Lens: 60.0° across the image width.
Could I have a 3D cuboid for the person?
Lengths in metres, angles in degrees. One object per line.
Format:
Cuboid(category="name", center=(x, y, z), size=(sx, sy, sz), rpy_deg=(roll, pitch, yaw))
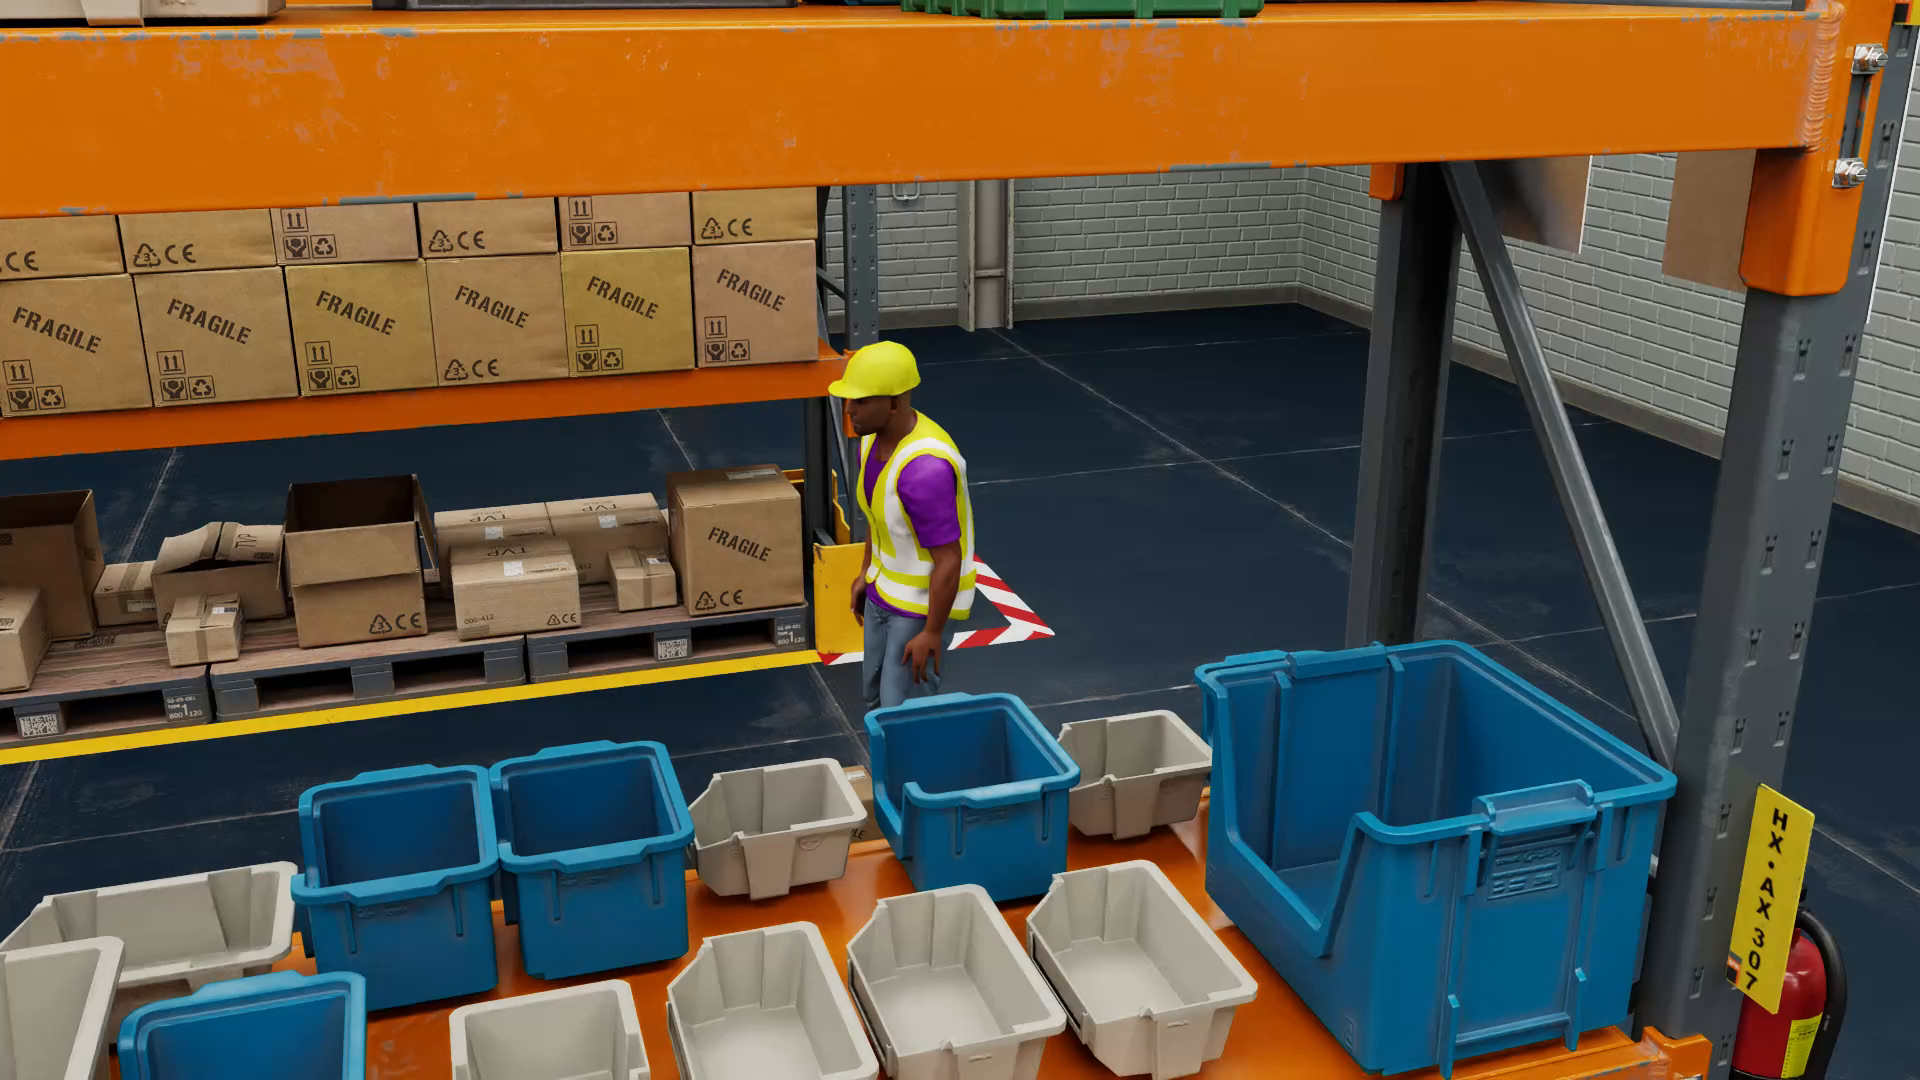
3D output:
Cuboid(category="person", center=(-0.196, 0.208, 5.439), size=(0.458, 1.760, 0.635), rpy_deg=(-7, 20, -20))
